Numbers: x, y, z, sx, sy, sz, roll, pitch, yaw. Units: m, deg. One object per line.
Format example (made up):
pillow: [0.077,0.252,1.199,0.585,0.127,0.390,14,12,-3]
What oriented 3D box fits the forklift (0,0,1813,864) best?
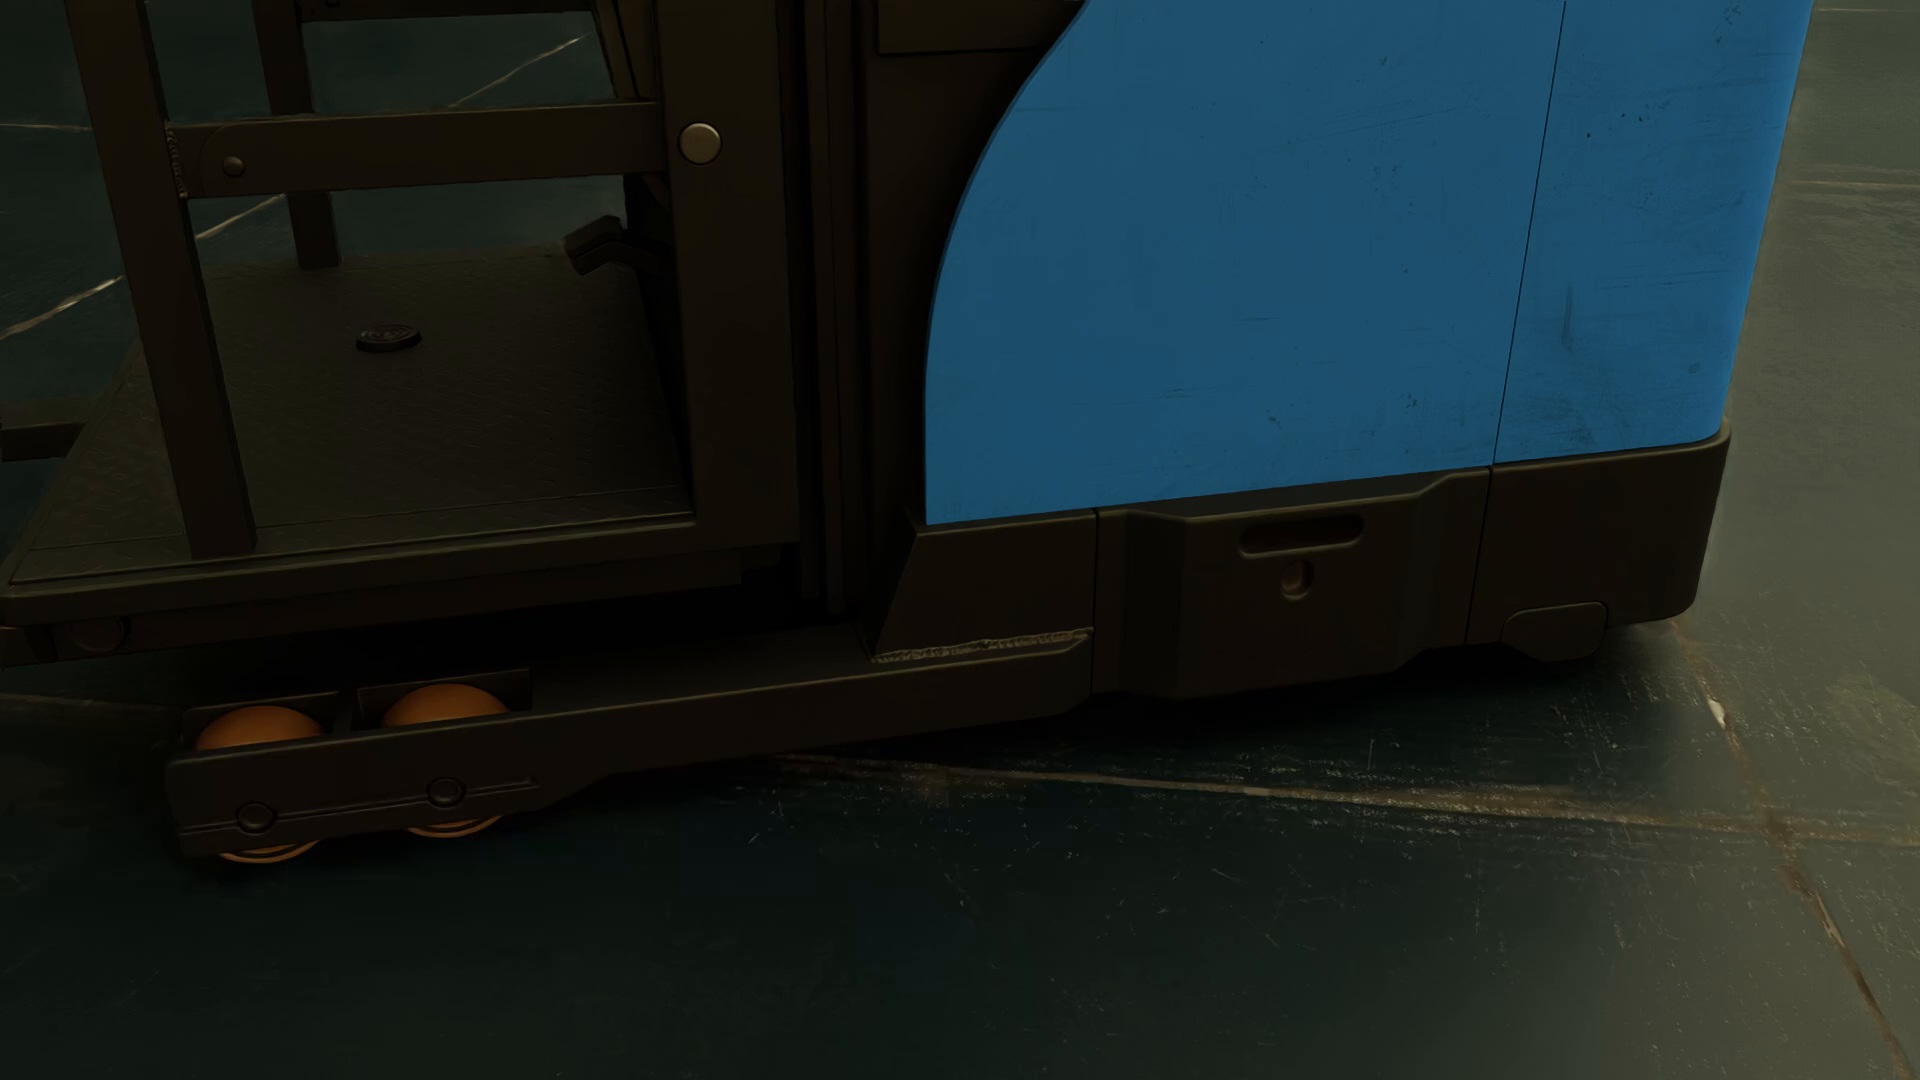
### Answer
forklift: [-0.599,-1.222,1.666,3.031,2.935,1.130,-6,27,-12]
